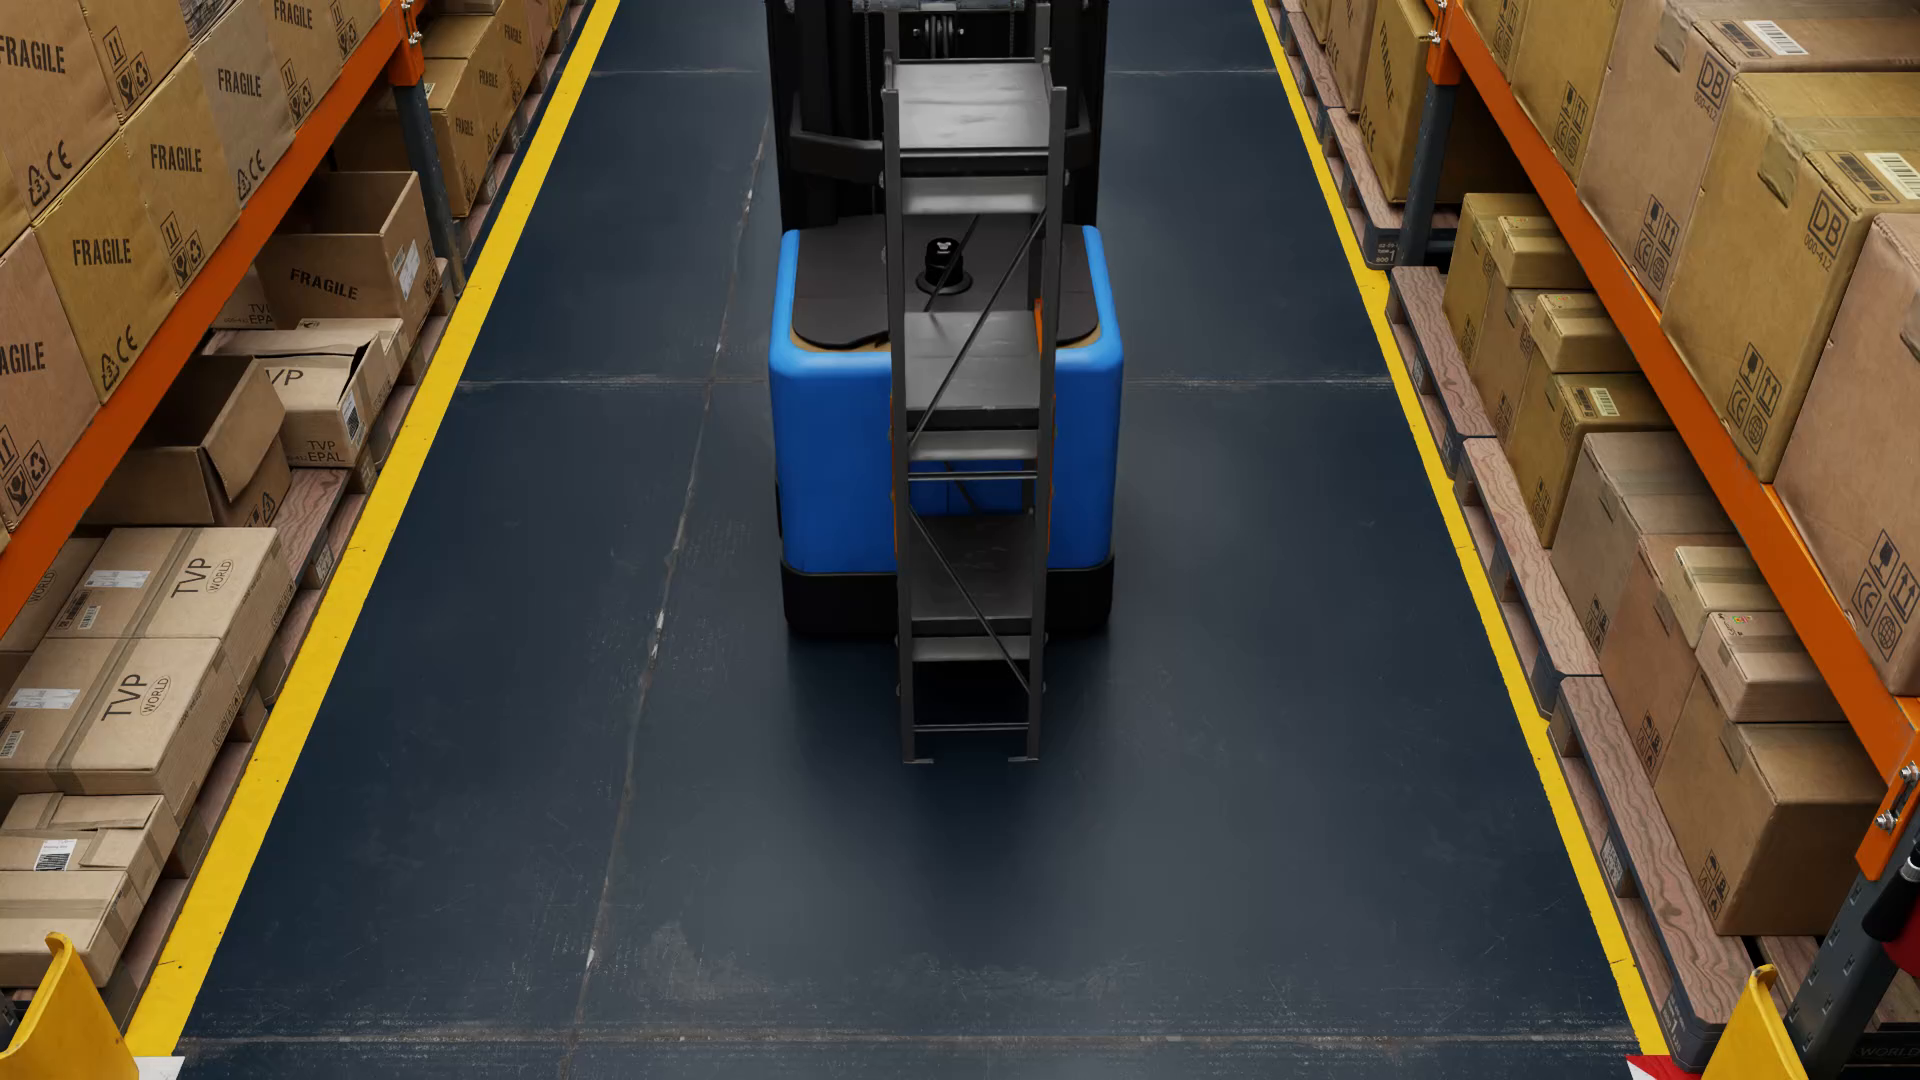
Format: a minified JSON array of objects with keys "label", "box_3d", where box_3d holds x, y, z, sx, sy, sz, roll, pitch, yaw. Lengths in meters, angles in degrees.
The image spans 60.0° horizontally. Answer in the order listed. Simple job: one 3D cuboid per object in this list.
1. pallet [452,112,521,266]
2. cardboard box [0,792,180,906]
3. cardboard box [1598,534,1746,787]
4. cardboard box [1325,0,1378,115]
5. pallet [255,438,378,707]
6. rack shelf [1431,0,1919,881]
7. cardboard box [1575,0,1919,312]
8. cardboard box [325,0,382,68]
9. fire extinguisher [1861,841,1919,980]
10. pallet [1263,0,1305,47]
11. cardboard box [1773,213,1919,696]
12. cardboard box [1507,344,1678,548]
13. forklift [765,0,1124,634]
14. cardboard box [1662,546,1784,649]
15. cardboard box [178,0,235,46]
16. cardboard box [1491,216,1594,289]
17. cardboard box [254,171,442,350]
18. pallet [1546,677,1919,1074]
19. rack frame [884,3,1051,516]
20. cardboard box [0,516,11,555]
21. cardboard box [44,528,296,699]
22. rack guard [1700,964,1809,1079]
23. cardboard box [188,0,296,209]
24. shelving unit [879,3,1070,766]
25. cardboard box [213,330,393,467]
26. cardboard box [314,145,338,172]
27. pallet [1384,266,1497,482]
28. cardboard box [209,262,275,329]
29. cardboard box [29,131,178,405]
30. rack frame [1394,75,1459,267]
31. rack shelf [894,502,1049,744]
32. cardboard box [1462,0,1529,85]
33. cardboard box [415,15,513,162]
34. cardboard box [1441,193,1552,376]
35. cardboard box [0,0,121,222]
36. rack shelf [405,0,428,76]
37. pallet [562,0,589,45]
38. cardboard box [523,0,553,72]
[{"label":"pallet","box_3d":[-2.649,-1.645,7.635,1.003,0.211,1.213,0,39,0]},{"label":"cardboard box","box_3d":[-2.263,0.792,4.277,0.380,0.166,0.250,0,39,0]},{"label":"cardboard box","box_3d":[2.246,0.331,4.601,0.700,0.500,0.500,0,39,0]},{"label":"cardboard box","box_3d":[2.209,-2.518,7.877,0.750,0.750,0.750,1,39,1]},{"label":"pallet","box_3d":[-2.606,0.058,5.510,1.003,0.211,1.213,0,39,0]},{"label":"rack shelf","box_3d":[2.346,-0.700,4.800,1.077,0.370,4.000,0,39,0]},{"label":"cardboard box","box_3d":[2.334,-1.097,4.481,0.980,0.700,0.700,-2,39,-2]},{"label":"cardboard box","box_3d":[-2.353,-1.952,5.707,0.500,0.500,0.500,1,39,1]},{"label":"fire extinguisher","box_3d":[1.887,0.541,3.037,0.296,0.674,0.183,0,39,0]},{"label":"pallet","box_3d":[2.264,-3.151,9.513,1.003,0.211,1.213,0,39,0]},{"label":"cardboard box","box_3d":[2.337,-0.166,3.318,0.980,0.700,0.700,2,39,2]},{"label":"cardboard box","box_3d":[2.237,-0.317,5.409,0.700,0.500,0.500,1,39,1]},{"label":"forklift","box_3d":[-0.080,-1.745,5.584,1.130,2.935,3.031,-1,39,-1]},{"label":"cardboard box","box_3d":[2.064,0.151,4.307,0.380,0.149,0.250,1,39,1]},{"label":"cardboard box","box_3d":[-2.347,-1.703,4.597,0.500,0.500,0.500,0,39,0]},{"label":"cardboard box","box_3d":[2.060,-0.990,5.732,0.380,0.149,0.250,1,39,1]},{"label":"cardboard box","box_3d":[-2.326,-1.065,6.328,0.500,0.500,0.500,0,39,0]},{"label":"pallet","box_3d":[2.269,0.859,4.510,1.003,0.211,1.213,0,39,0]},{"label":"rack frame","box_3d":[0.018,-0.466,4.652,0.400,2.100,0.015,-1,39,-1]},{"label":"cardboard box","box_3d":[-2.343,-0.040,3.322,0.500,0.500,0.500,1,39,1]},{"label":"cardboard box","box_3d":[-2.324,0.212,4.934,0.500,0.250,0.500,0,39,0]},{"label":"rack guard","box_3d":[2.348,1.261,3.777,1.175,0.500,0.348,0,39,0]},{"label":"cardboard box","box_3d":[-2.348,-1.308,4.904,0.500,0.500,0.500,1,39,1]},{"label":"shelving unit","box_3d":[0.025,-0.313,4.462,0.431,2.100,0.503,-1,39,-1]},{"label":"cardboard box","box_3d":[-2.325,-0.522,5.802,0.500,0.311,0.500,0,39,0]},{"label":"cardboard box","box_3d":[-2.898,-1.730,7.157,0.500,0.500,0.500,0,39,0]},{"label":"pallet","box_3d":[2.266,-0.667,6.414,1.003,0.211,1.213,0,39,0]},{"label":"cardboard box","box_3d":[-2.826,-1.085,6.503,0.500,0.311,0.500,0,39,0]},{"label":"cardboard box","box_3d":[-2.346,-0.677,4.116,0.500,0.500,0.500,0,39,0]},{"label":"rack frame","box_3d":[2.343,-2.231,6.135,1.000,3.000,0.127,0,39,0]},{"label":"rack shelf","box_3d":[0.025,0.244,4.908,0.431,0.518,0.480,-1,39,-1]},{"label":"cardboard box","box_3d":[2.328,-2.009,5.618,0.980,0.700,0.700,1,39,1]},{"label":"cardboard box","box_3d":[-2.379,-2.058,7.566,0.500,0.500,0.500,0,39,1]},{"label":"cardboard box","box_3d":[2.242,-0.952,6.202,0.700,0.500,0.500,0,39,1]},{"label":"cardboard box","box_3d":[-2.346,-1.070,3.807,0.500,0.500,0.500,0,39,1]},{"label":"rack shelf","box_3d":[-2.613,-3.195,7.914,1.077,0.370,4.000,0,39,0]},{"label":"pallet","box_3d":[-2.652,-3.171,9.539,1.003,0.211,1.213,0,39,0]},{"label":"cardboard box","box_3d":[-2.372,-2.686,8.350,0.500,0.500,0.500,-1,39,-2]}]
